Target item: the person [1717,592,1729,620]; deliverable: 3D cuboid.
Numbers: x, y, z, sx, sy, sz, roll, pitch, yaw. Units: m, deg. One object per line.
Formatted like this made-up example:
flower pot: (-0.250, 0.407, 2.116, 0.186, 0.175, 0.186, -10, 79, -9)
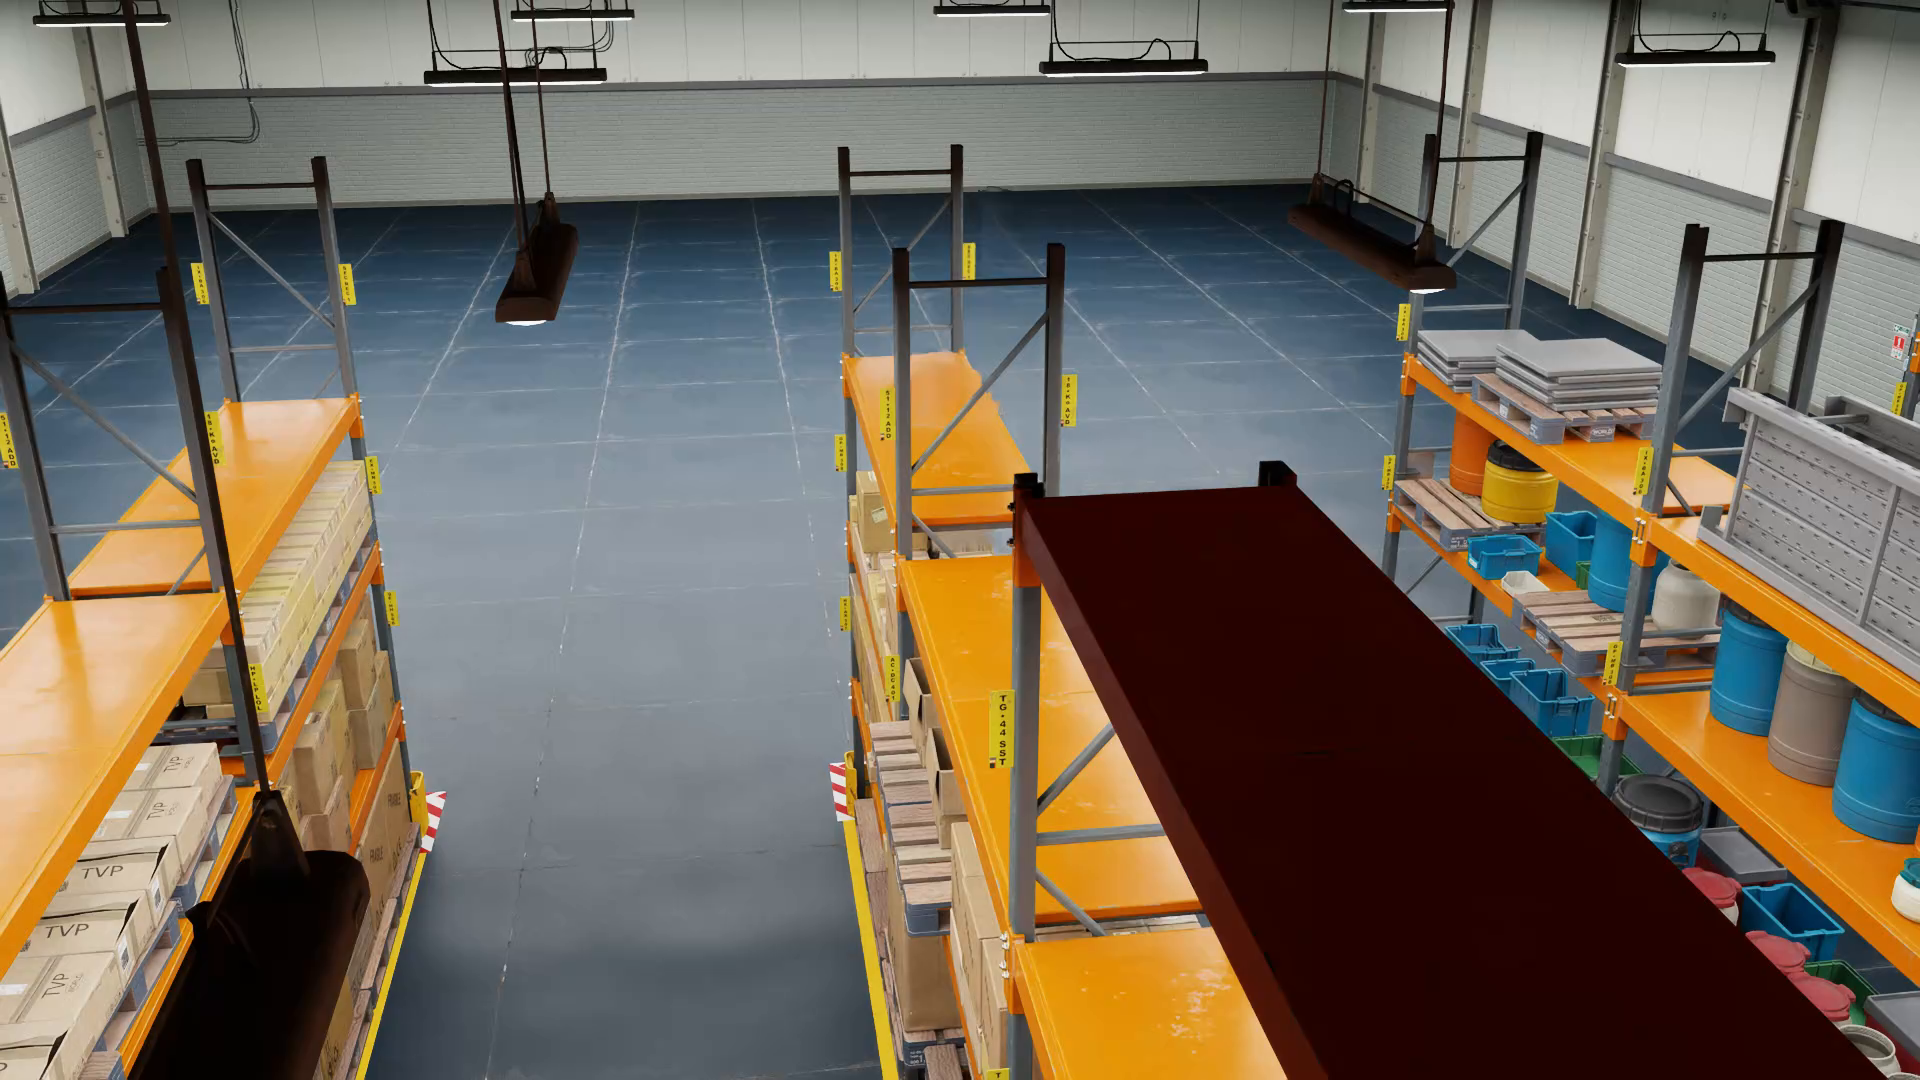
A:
person: (8.321, 0.520, 18.243, 0.950, 1.621, 0.616, 6, 22, 15)
